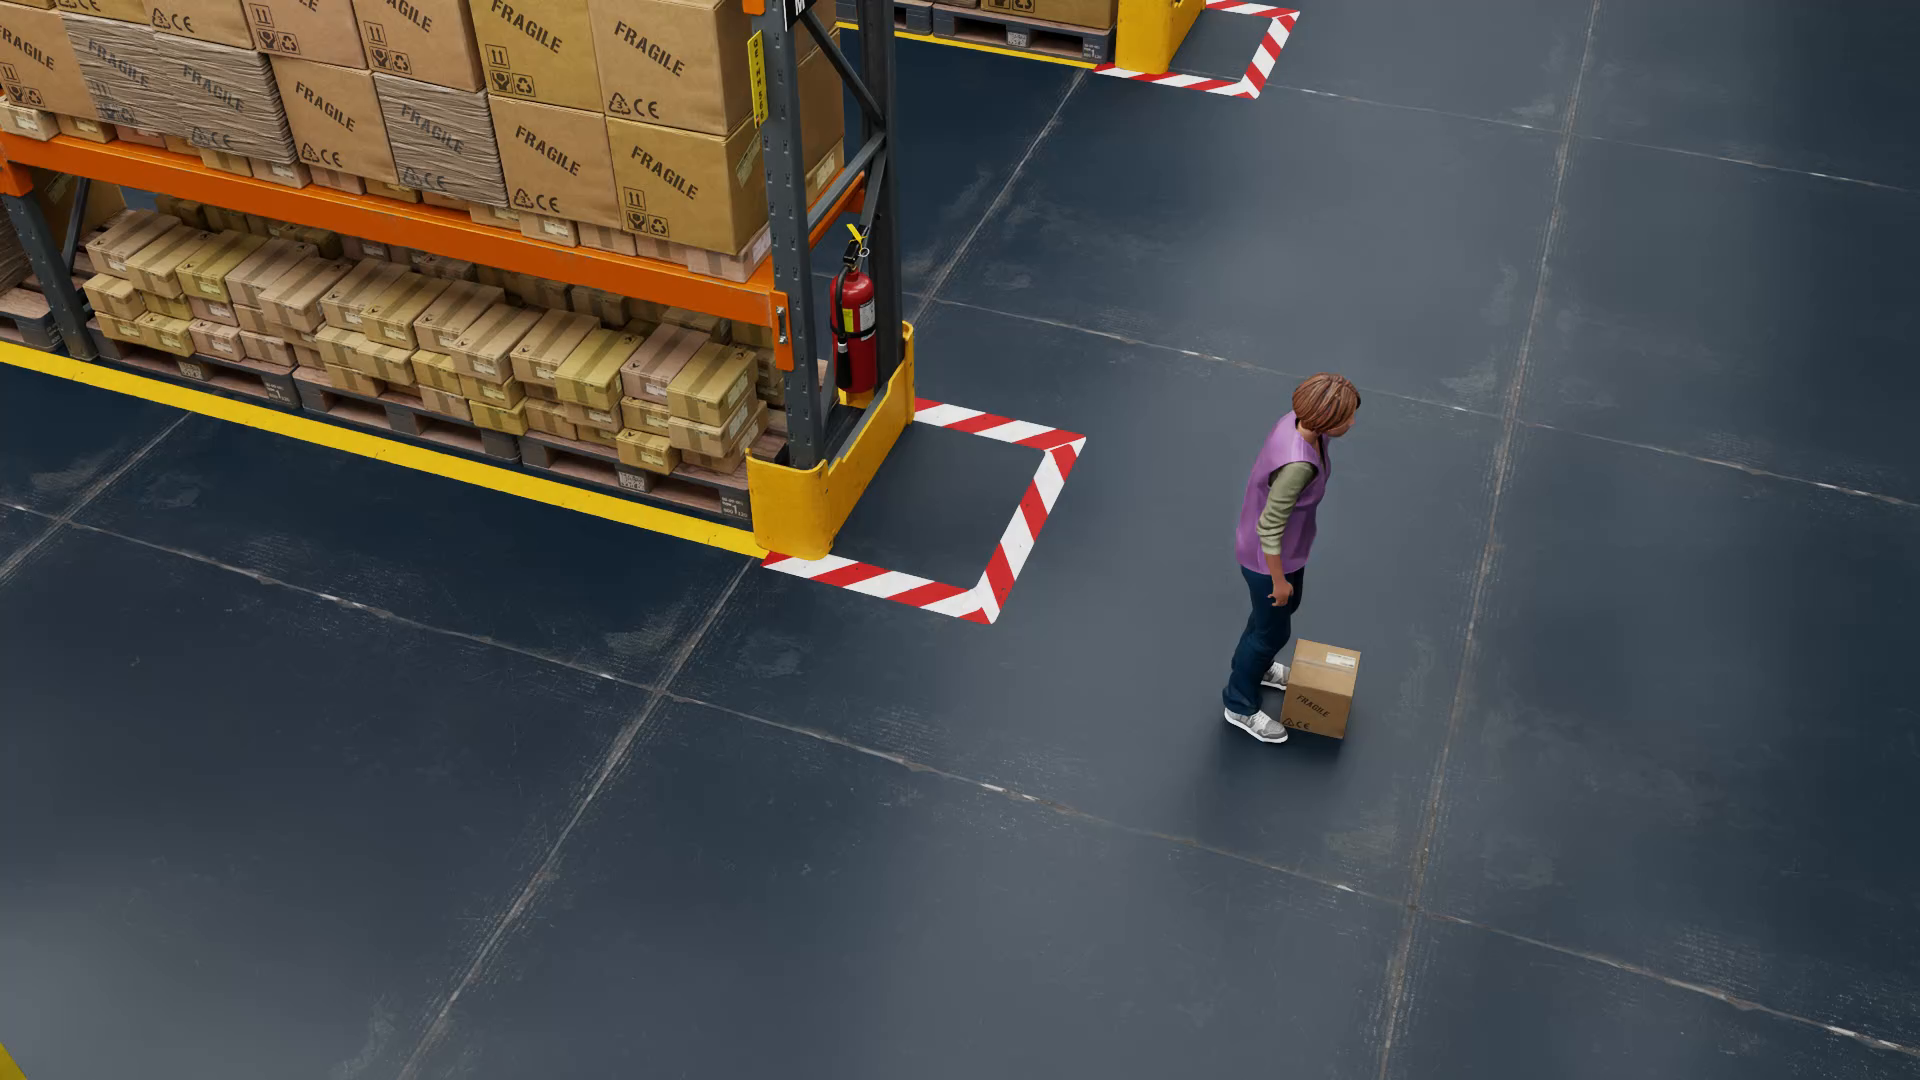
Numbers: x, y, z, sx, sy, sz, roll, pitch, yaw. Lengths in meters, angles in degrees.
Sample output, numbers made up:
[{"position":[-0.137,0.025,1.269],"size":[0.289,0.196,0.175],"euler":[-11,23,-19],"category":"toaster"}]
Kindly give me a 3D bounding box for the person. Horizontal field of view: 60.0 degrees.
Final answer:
[{"position":[1.186,0.037,6.127],"size":[0.343,1.593,0.461],"euler":[14,44,15],"category":"person"}]
